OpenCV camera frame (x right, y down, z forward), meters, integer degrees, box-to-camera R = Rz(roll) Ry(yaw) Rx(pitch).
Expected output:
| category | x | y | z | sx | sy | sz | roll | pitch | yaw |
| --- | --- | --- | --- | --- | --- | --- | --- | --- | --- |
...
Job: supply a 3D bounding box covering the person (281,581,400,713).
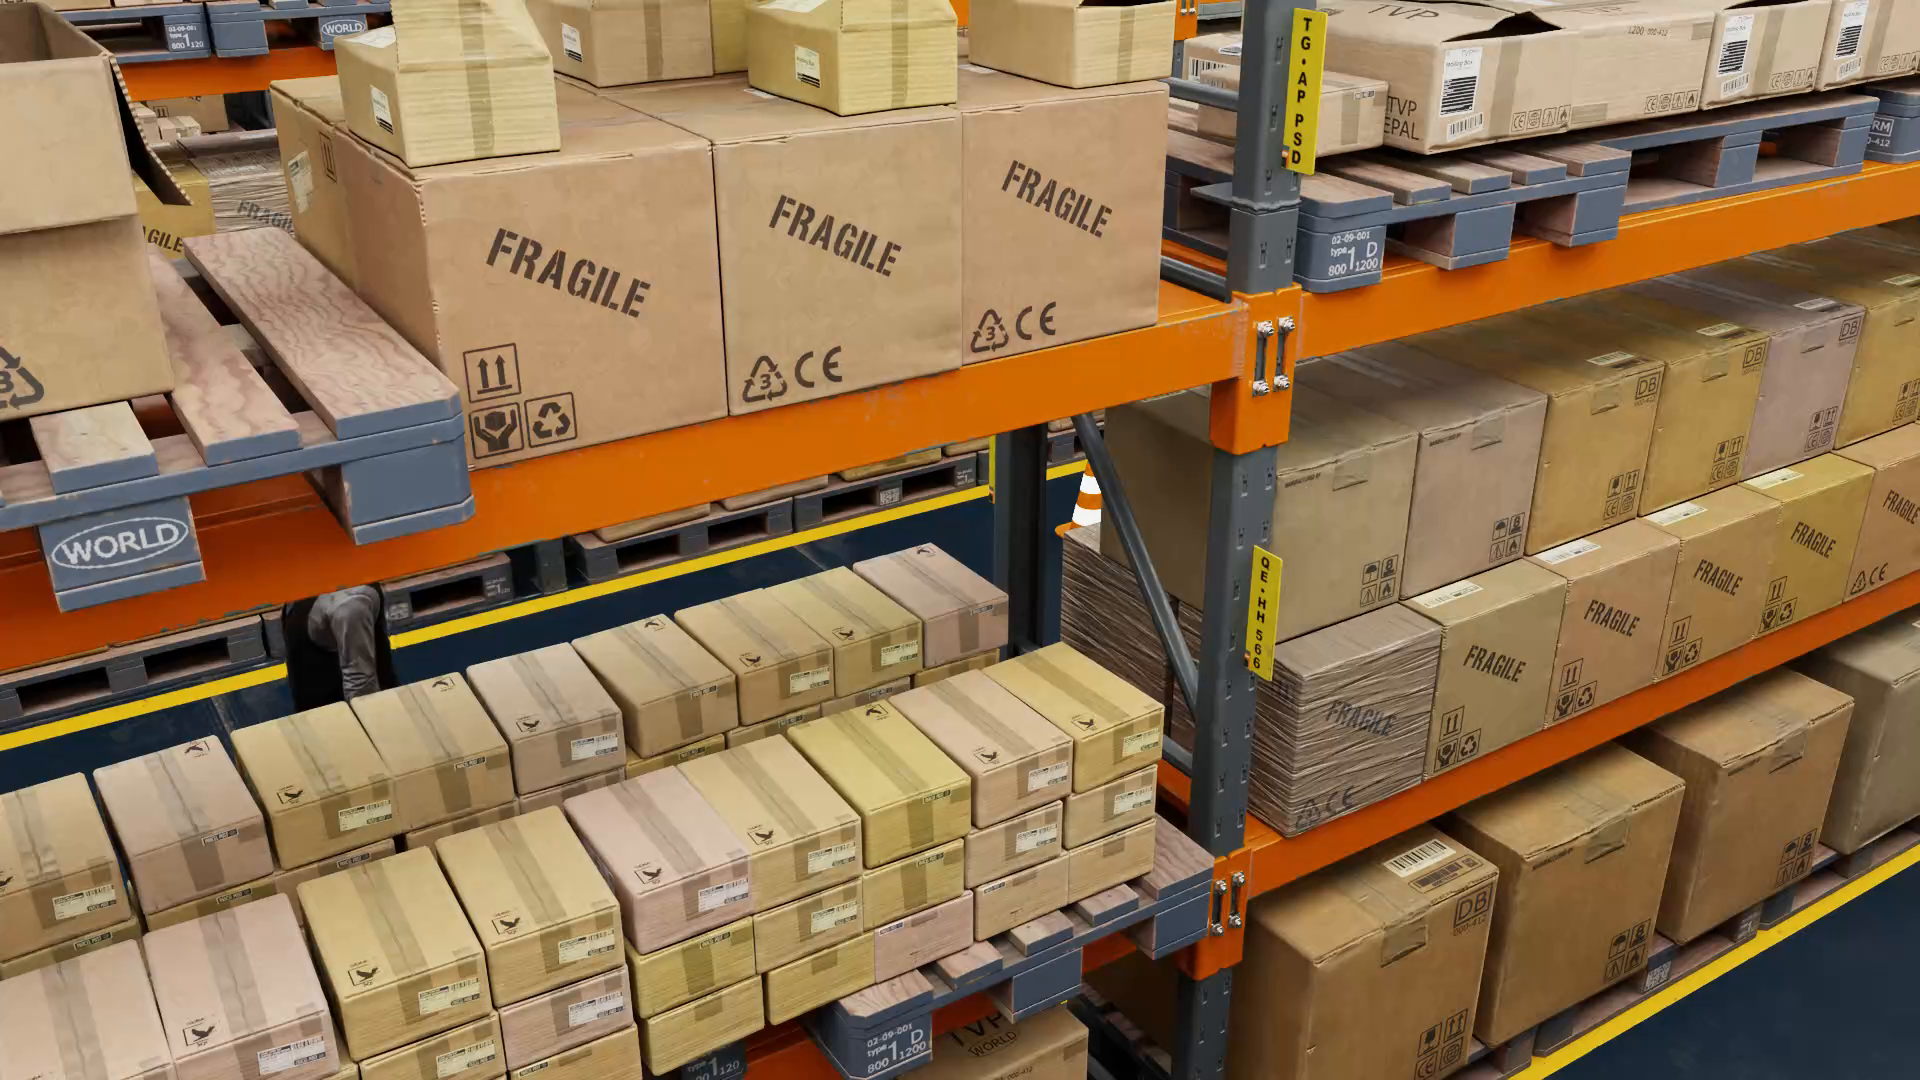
| category | x | y | z | sx | sy | sz | roll | pitch | yaw |
| --- | --- | --- | --- | --- | --- | --- | --- | --- | --- |
| person | -2.107 | 0.611 | 5.760 | 0.492 | 1.714 | 0.570 | -11 | 27 | -22 |
